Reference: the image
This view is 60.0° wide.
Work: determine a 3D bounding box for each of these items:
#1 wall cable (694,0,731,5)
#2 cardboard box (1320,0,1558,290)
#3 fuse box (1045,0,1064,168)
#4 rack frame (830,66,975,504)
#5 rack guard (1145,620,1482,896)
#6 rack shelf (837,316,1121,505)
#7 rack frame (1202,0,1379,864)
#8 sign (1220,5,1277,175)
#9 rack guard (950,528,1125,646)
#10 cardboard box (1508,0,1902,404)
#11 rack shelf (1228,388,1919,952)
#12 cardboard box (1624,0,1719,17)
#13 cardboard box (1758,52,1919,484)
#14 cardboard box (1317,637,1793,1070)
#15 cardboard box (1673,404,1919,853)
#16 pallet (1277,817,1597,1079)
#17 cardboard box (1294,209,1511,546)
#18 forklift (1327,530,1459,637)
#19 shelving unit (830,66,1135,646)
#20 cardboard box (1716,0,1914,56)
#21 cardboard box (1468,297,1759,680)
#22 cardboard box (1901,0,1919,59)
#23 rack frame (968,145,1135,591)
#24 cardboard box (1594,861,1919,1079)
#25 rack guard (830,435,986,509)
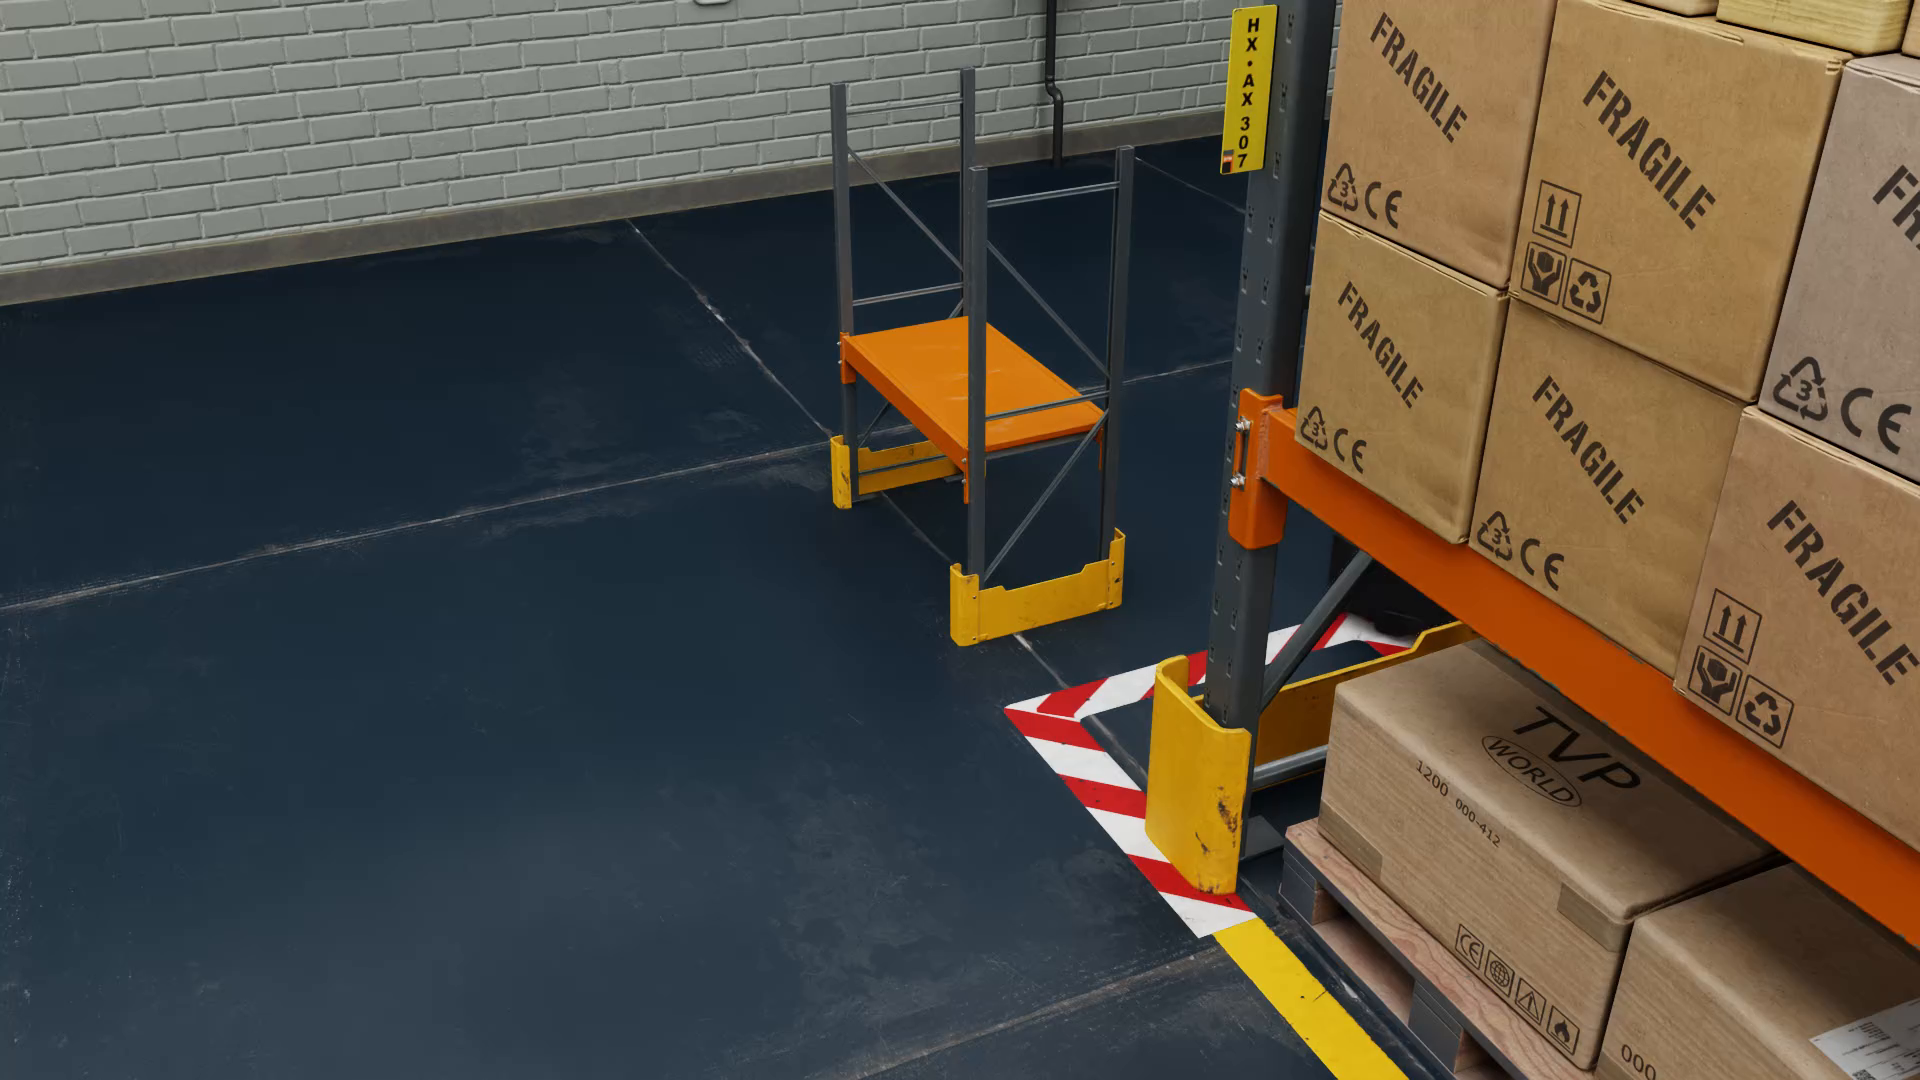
[{"bbox_3d":[-1.364,-3.538,7.922,0.585,1.953,0.123,-13,32,-22],"label":"wall cable"},{"bbox_3d":[1.026,-0.803,2.991,0.500,0.500,0.500,-14,32,-23],"label":"cardboard box"},{"bbox_3d":[0.596,-2.896,9.165,0.539,1.711,0.414,-13,32,-22],"label":"fuse box"},{"bbox_3d":[-0.182,-0.841,5.716,0.500,1.500,0.032,-13,32,-22],"label":"rack frame"},{"bbox_3d":[1.067,0.484,4.375,1.175,0.500,0.348,-13,32,-22],"label":"rack guard"},{"bbox_3d":[0.037,-0.460,5.404,0.538,0.185,1.000,-13,32,-22],"label":"rack shelf"},{"bbox_3d":[1.077,-0.595,3.745,1.000,3.000,0.127,-13,32,-22],"label":"rack frame"},{"bbox_3d":[0.574,-0.893,3.310,0.100,0.325,0.005,-13,32,-22],"label":"sign"},{"bbox_3d":[0.247,0.145,5.236,0.587,0.250,0.087,-13,32,-22],"label":"rack guard"},{"bbox_3d":[1.254,-0.576,2.586,0.500,0.500,0.500,-14,32,-23],"label":"cardboard box"},{"bbox_3d":[1.936,0.602,2.345,1.077,0.370,4.000,-13,32,-22],"label":"rack shelf"},{"bbox_3d":[1.165,-0.903,2.506,0.380,0.149,0.250,-12,31,-20],"label":"cardboard box"},{"bbox_3d":[1.482,-0.351,2.184,0.500,0.500,0.500,-13,32,-22],"label":"cardboard box"},{"bbox_3d":[1.451,0.610,3.786,0.875,0.438,0.875,-14,32,-24],"label":"cardboard box"},{"bbox_3d":[1.469,0.080,2.439,0.500,0.500,0.500,-13,32,-22],"label":"cardboard box"},{"bbox_3d":[1.491,0.958,3.826,1.003,0.211,1.213,-13,32,-22],"label":"pallet"},{"bbox_3d":[1.024,-0.366,3.234,0.500,0.500,0.500,-13,32,-22],"label":"cardboard box"},{"bbox_3d":[2.710,-0.887,4.336,3.031,2.935,1.130,15,32,24],"label":"forklift"},{"bbox_3d":[0.033,-0.620,5.323,0.587,1.500,1.083,-13,32,-22],"label":"shelving unit"},{"bbox_3d":[1.294,-0.791,2.306,0.380,0.149,0.250,-14,32,-24],"label":"cardboard box"},{"bbox_3d":[1.267,-0.149,2.846,0.500,0.500,0.500,-14,32,-23],"label":"cardboard box"},{"bbox_3d":[1.454,-0.686,2.118,0.380,0.149,0.250,-13,32,-22],"label":"cardboard box"},{"bbox_3d":[0.255,-0.392,4.916,0.500,1.500,0.032,-13,32,-22],"label":"rack frame"},{"bbox_3d":[1.852,1.012,3.068,0.875,0.438,0.875,-12,32,-21],"label":"cardboard box"},{"bbox_3d":[-0.181,-0.295,6.021,0.587,0.250,0.087,-13,32,-22],"label":"rack guard"}]
